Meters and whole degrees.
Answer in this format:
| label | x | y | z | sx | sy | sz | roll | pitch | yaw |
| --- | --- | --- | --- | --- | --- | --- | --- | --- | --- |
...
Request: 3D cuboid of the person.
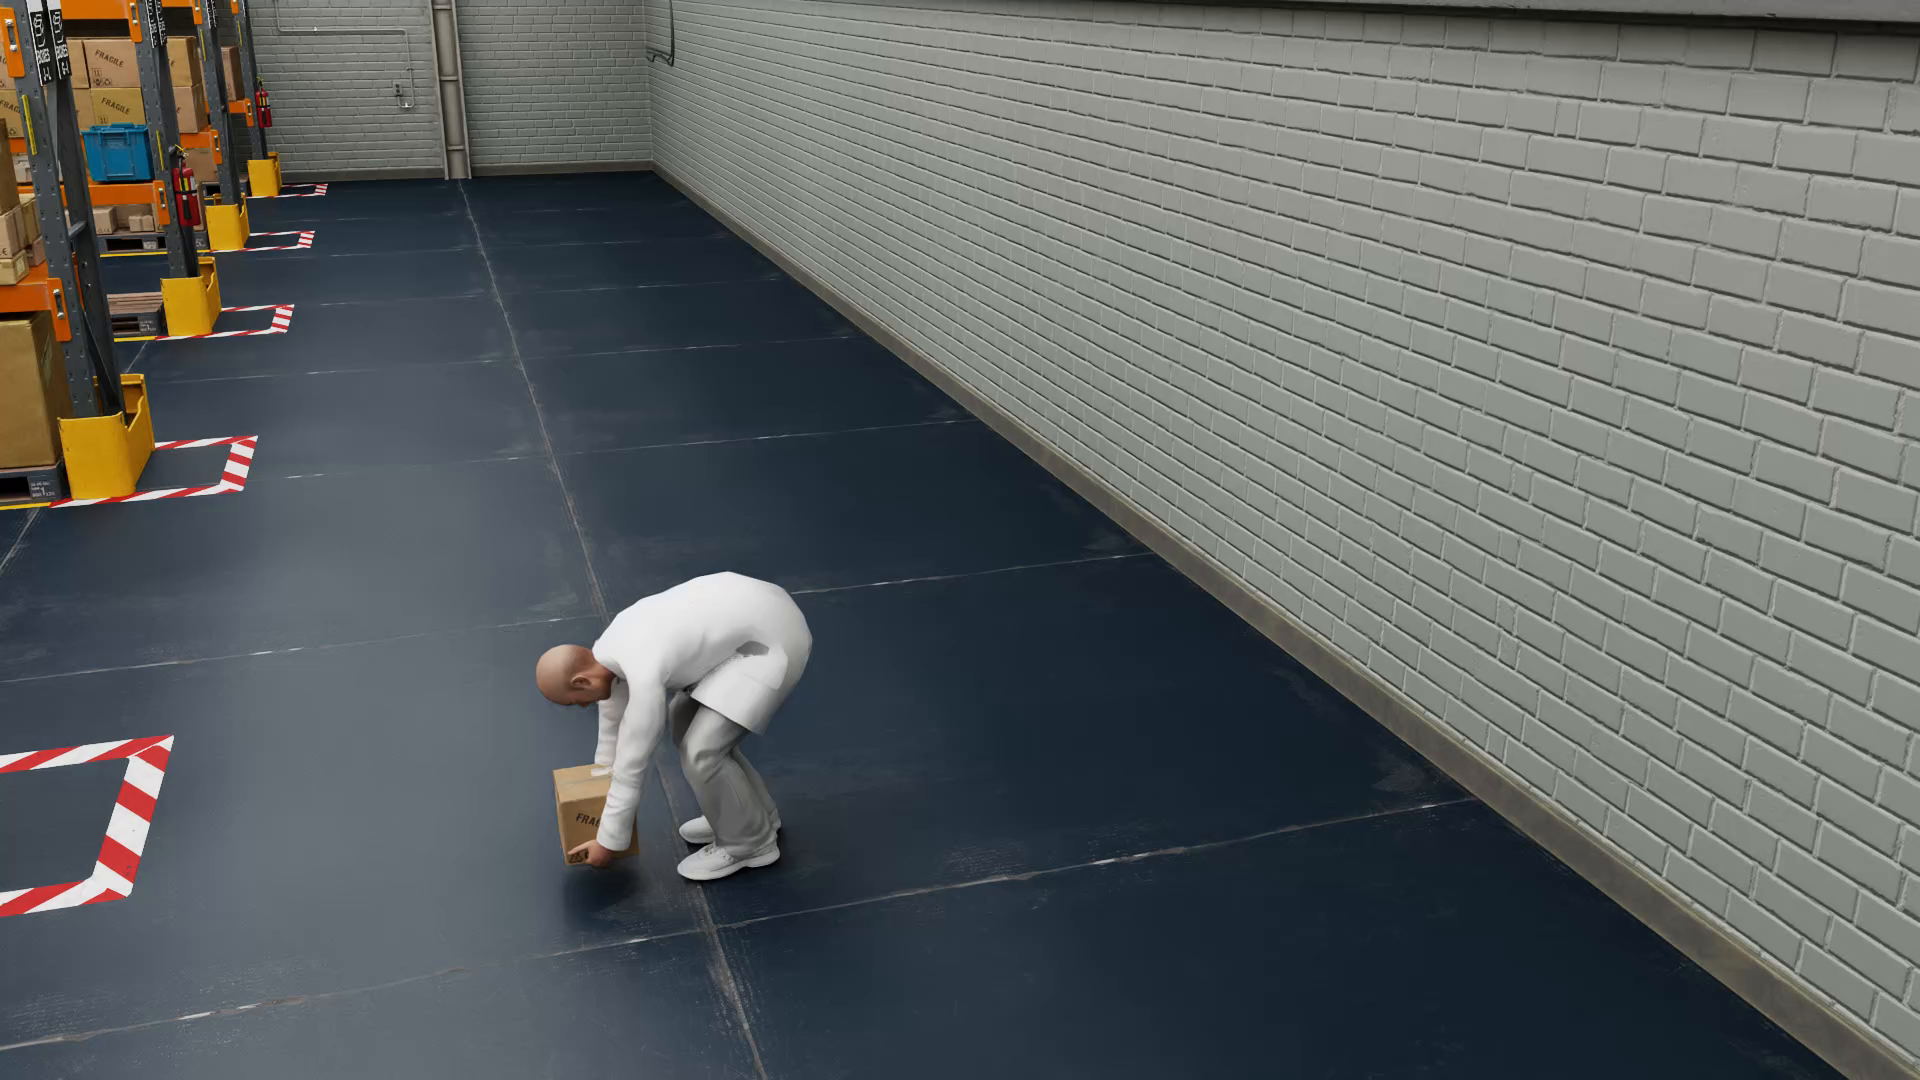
| label | x | y | z | sx | sy | sz | roll | pitch | yaw |
| --- | --- | --- | --- | --- | --- | --- | --- | --- | --- |
| person | -0.981 | 0.647 | 5.798 | 0.946 | 1.066 | 0.575 | -7 | 20 | -20 |
